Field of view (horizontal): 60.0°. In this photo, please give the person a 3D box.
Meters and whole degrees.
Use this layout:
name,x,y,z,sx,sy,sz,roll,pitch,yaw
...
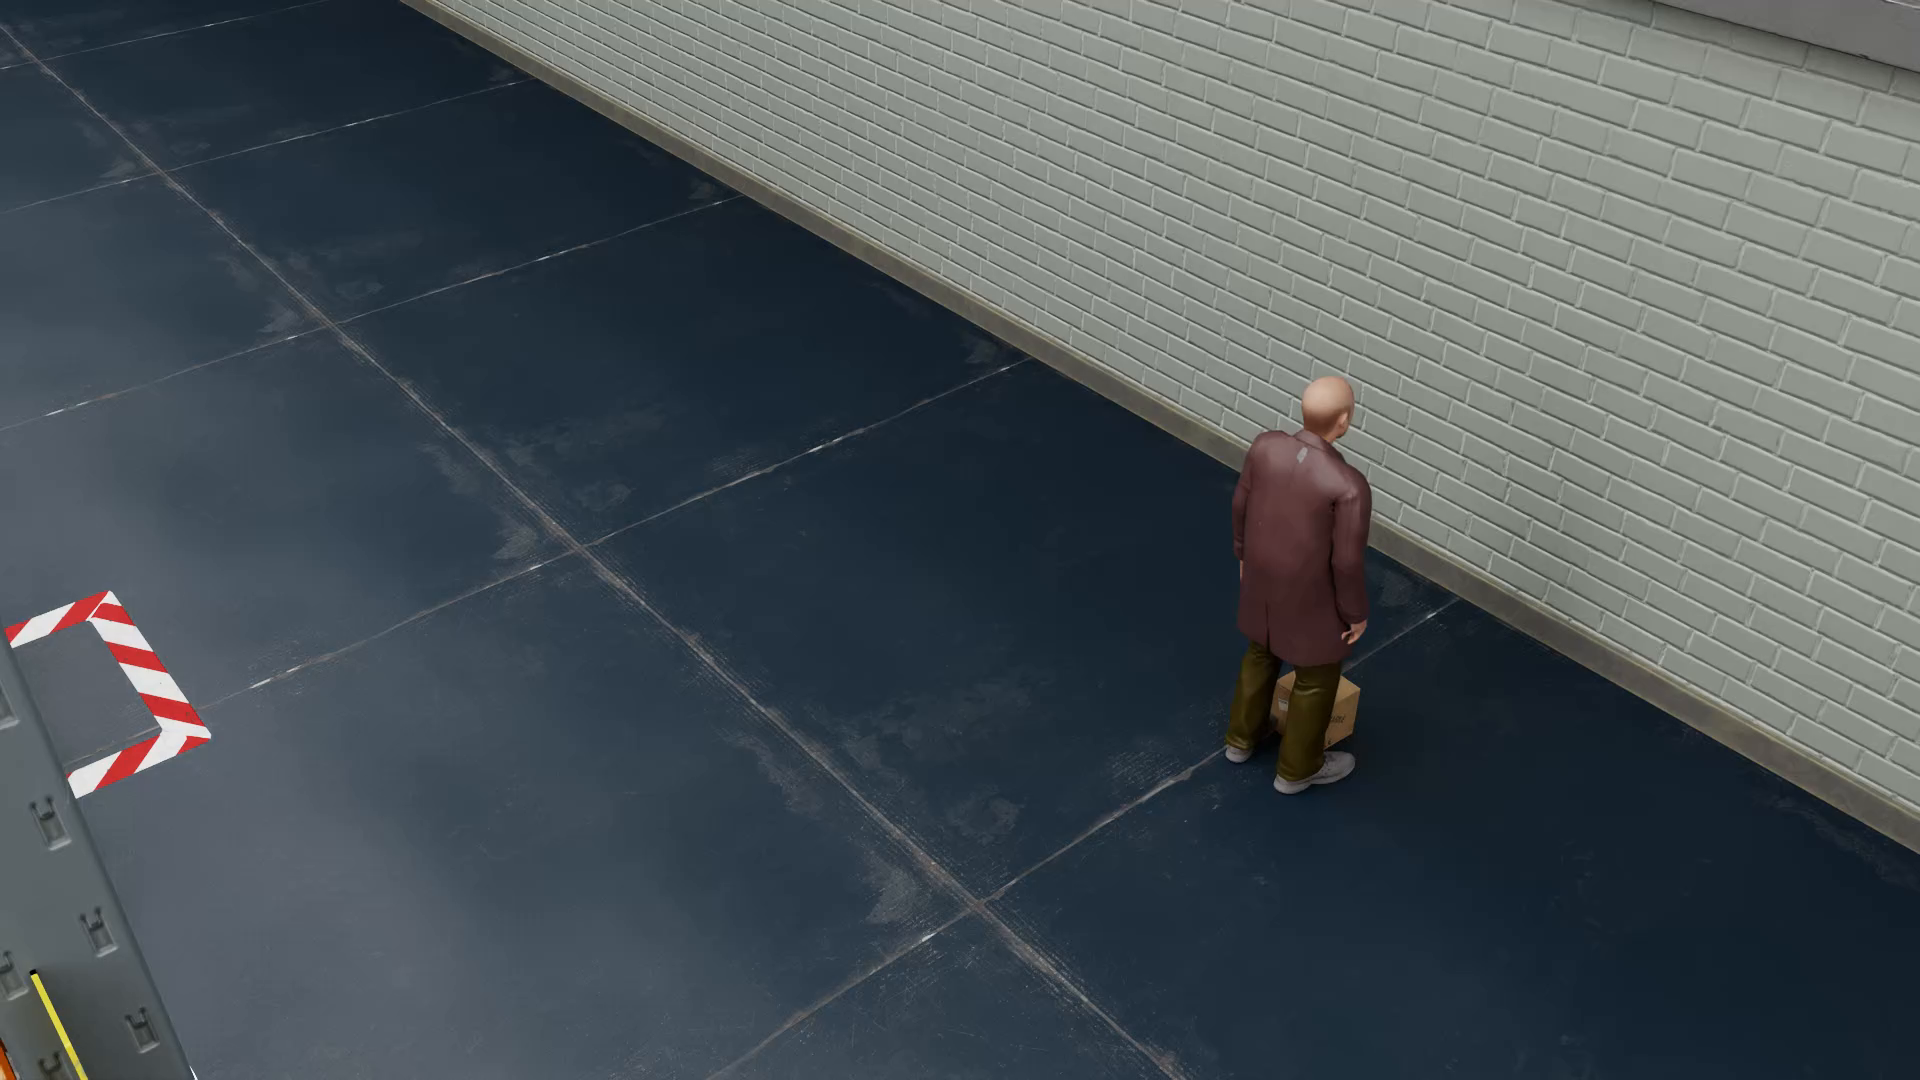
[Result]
name,x,y,z,sx,sy,sz,roll,pitch,yaw
person,1.301,0.176,6.411,0.420,1.774,0.643,-26,43,-32
